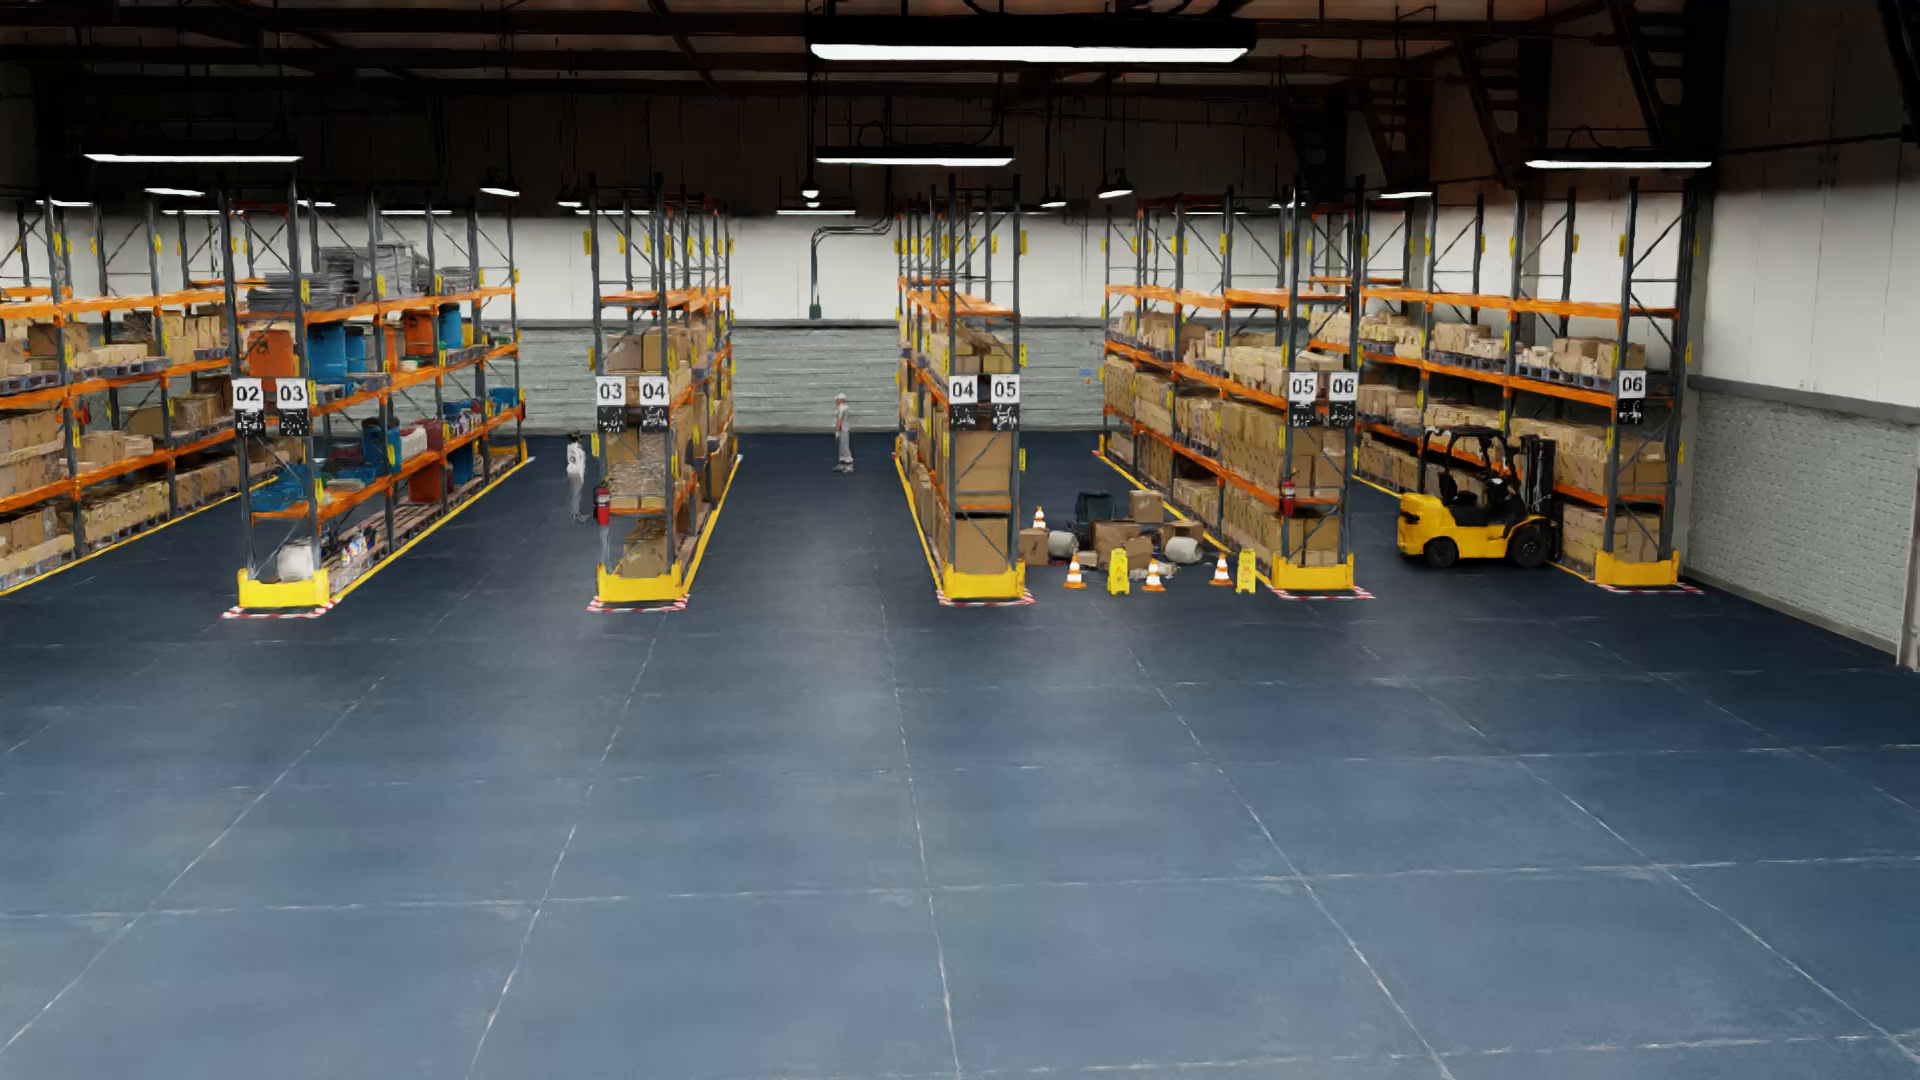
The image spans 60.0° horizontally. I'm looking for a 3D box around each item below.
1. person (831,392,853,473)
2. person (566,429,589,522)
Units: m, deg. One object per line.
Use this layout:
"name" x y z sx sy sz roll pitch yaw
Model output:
"person" -2.641 -2.400 37.075 0.575 1.786 0.681 1 10 8
"person" -7.012 -1.194 30.570 0.416 1.676 0.537 -7 12 -35
